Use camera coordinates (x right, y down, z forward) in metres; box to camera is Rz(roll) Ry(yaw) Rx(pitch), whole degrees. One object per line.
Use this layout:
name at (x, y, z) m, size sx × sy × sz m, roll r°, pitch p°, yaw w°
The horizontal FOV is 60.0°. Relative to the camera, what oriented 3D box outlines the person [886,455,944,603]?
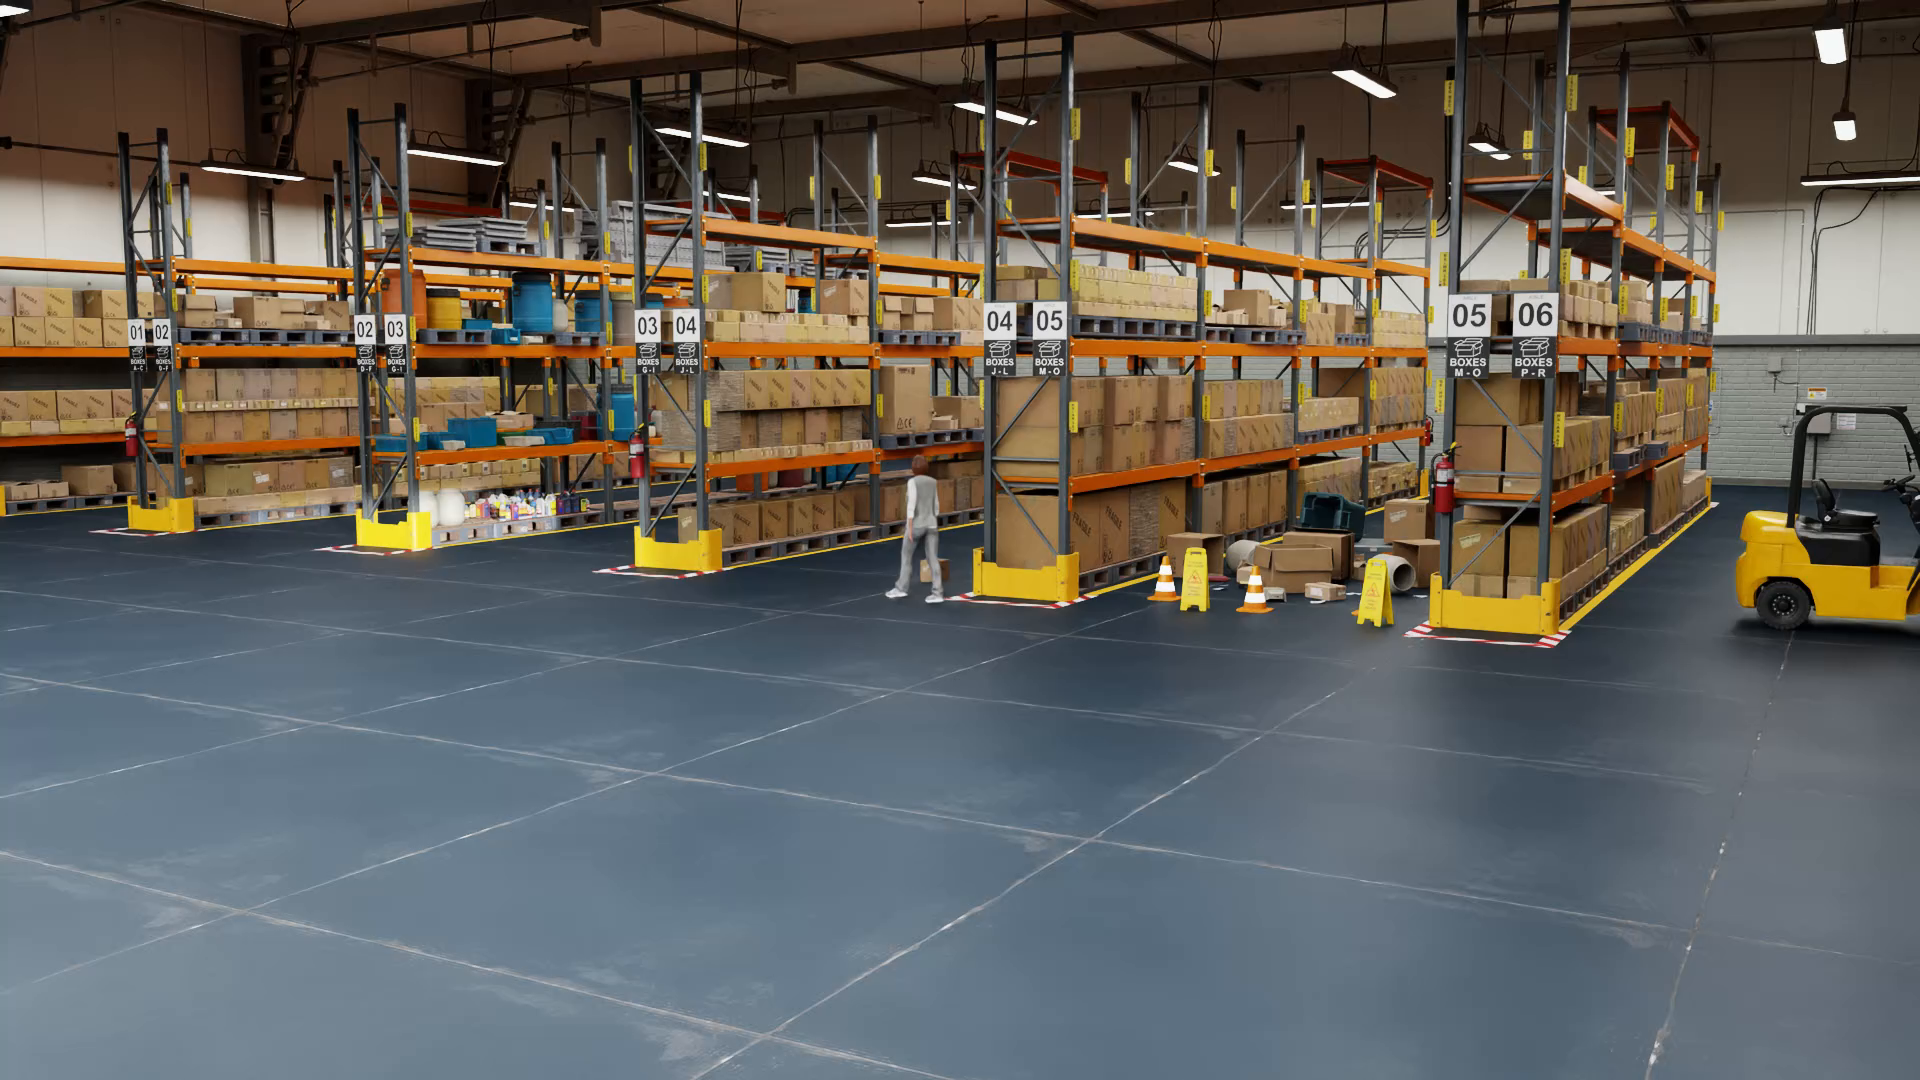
person at (-0.424, -0.129, 17.691) m, size 0.469 × 1.545 × 0.870 m, roll -4°, pitch 7°, yaw -31°
